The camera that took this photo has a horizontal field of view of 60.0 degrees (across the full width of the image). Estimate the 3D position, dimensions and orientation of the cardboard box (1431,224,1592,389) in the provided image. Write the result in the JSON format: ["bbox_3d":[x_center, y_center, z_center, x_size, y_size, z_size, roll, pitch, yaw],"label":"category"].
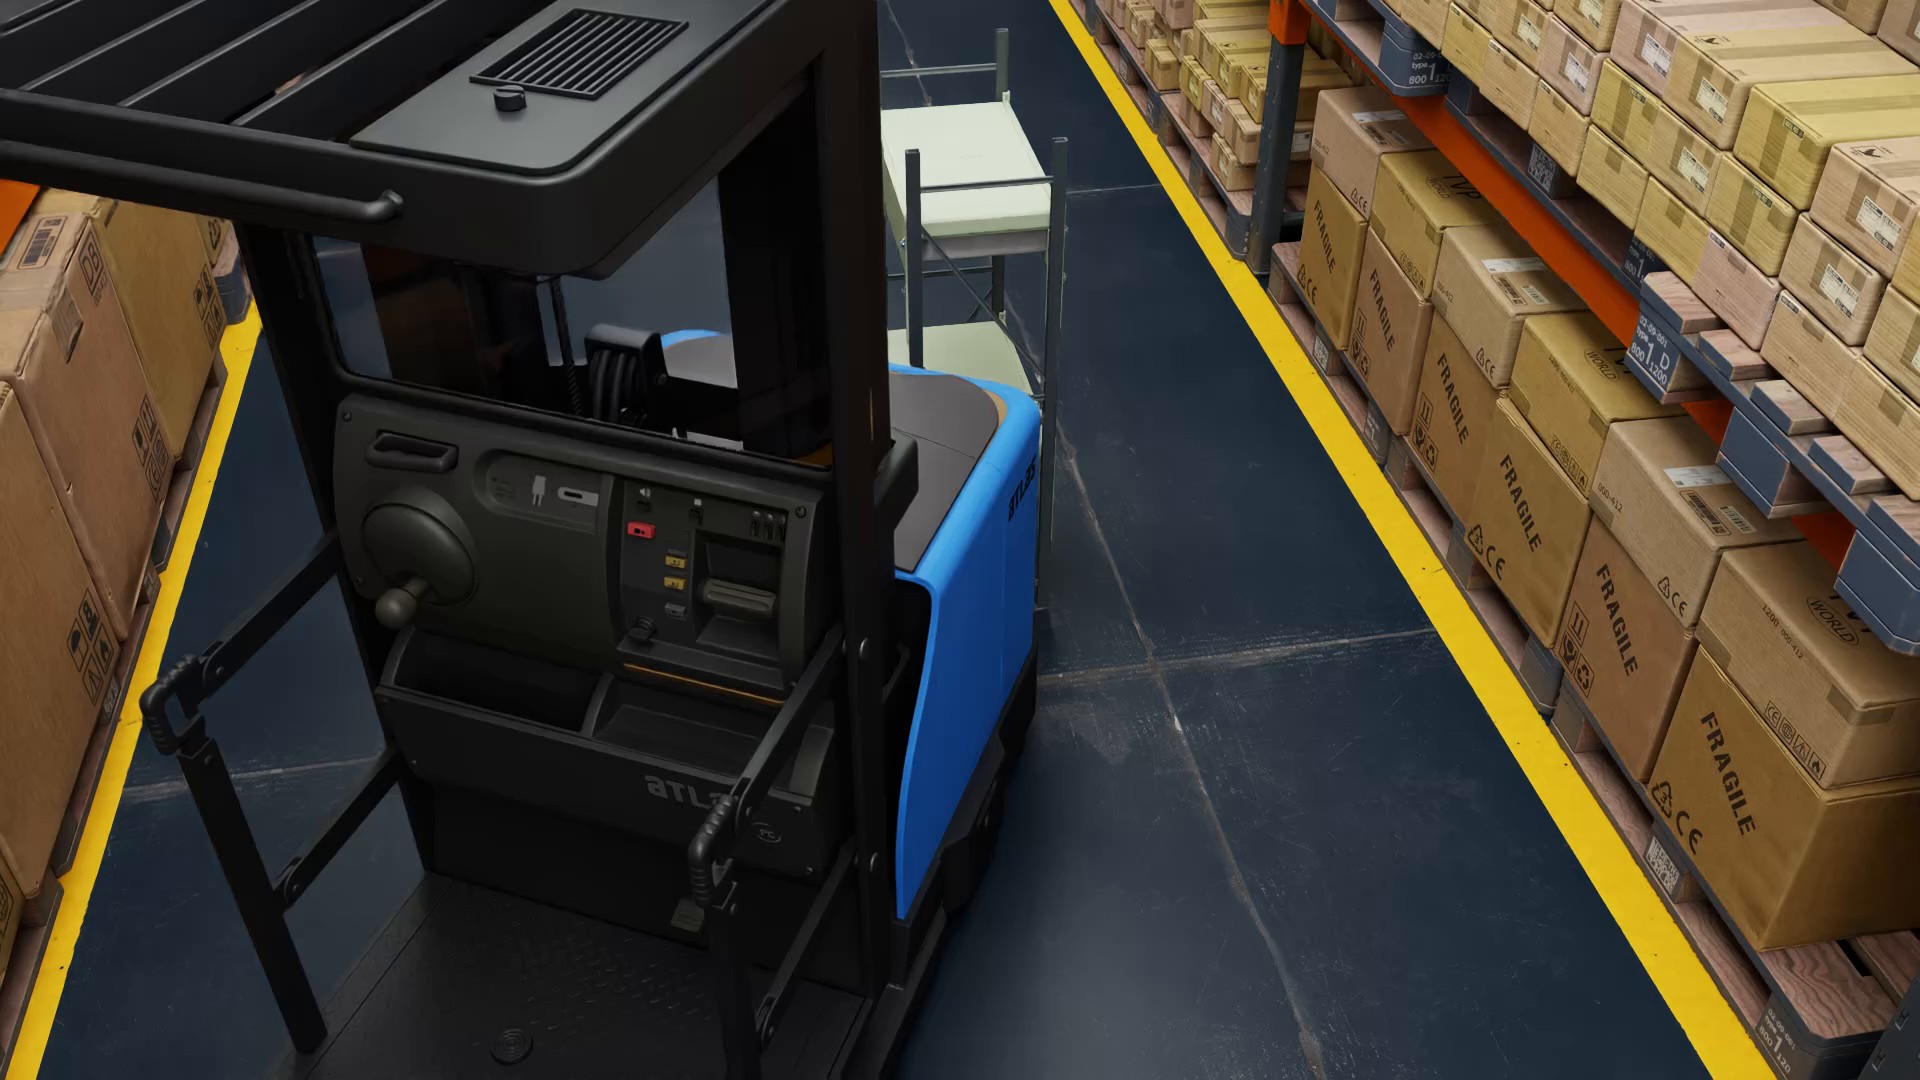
[{"bbox_3d":[1.698,-0.687,4.773,0.500,0.250,0.500,-5,38,-6],"label":"cardboard box"}]

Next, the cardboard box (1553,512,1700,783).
[{"bbox_3d":[1.889,0.237,4.195,0.500,0.500,0.500,-5,38,-6],"label":"cardboard box"}]

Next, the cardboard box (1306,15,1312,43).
[{"bbox_3d":[1.640,-2.297,7.258,0.380,0.149,0.250,-7,38,-9],"label":"cardboard box"}]

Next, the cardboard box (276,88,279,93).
[{"bbox_3d":[-3.448,-2.122,6.926,0.875,0.875,0.875,-6,38,-8],"label":"cardboard box"}]

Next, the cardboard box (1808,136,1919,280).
[{"bbox_3d":[1.770,-0.601,2.956,0.380,0.149,0.250,-7,38,-9],"label":"cardboard box"}]

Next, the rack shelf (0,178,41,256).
[{"bbox_3d":[-2.902,-0.352,3.845,1.077,0.370,4.000,-6,38,-8],"label":"rack shelf"}]

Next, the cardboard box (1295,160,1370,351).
[{"bbox_3d":[1.516,-1.020,5.814,0.500,0.500,0.500,-5,38,-6],"label":"cardboard box"}]

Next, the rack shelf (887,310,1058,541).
[{"bbox_3d":[0.001,-0.331,4.985,0.431,0.370,0.720,-6,38,-8],"label":"rack shelf"}]

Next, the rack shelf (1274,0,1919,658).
[{"bbox_3d":[1.998,-0.825,4.453,1.077,0.370,4.000,-6,38,-8],"label":"rack shelf"}]

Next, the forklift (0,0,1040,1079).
[{"bbox_3d":[-0.755,0.087,2.749,1.130,2.935,3.031,12,39,15],"label":"forklift"}]

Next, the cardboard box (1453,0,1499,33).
[{"bbox_3d":[1.499,-1.421,4.255,0.380,0.149,0.250,-7,38,-9],"label":"cardboard box"}]

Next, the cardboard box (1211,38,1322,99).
[{"bbox_3d":[1.245,-1.929,6.784,0.380,0.149,0.250,-6,38,-7],"label":"cardboard box"}]

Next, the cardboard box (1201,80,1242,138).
[{"bbox_3d":[1.220,-1.792,6.851,0.380,0.149,0.250,-8,39,-10],"label":"cardboard box"}]

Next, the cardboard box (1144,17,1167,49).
[{"bbox_3d":[1.082,-2.347,7.807,0.380,0.149,0.250,-6,38,-7],"label":"cardboard box"}]

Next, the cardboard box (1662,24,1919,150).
[{"bbox_3d":[1.674,-0.920,3.367,0.380,0.149,0.250,-5,38,-7],"label":"cardboard box"}]

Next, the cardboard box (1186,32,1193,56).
[{"bbox_3d":[1.208,-2.114,7.265,0.380,0.149,0.250,-6,38,-8],"label":"cardboard box"}]

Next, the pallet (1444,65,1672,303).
[{"bbox_3d":[1.962,-1.016,4.269,1.003,0.211,1.213,-6,38,-8],"label":"pallet"}]

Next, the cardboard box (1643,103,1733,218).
[{"bbox_3d":[1.674,-0.805,3.461,0.380,0.149,0.250,-6,38,-8],"label":"cardboard box"}]

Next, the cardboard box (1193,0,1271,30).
[{"bbox_3d":[1.226,-2.243,7.189,0.380,0.149,0.250,-5,38,-6],"label":"cardboard box"}]

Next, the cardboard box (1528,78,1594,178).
[{"bbox_3d":[1.590,-0.991,3.943,0.380,0.149,0.250,-5,38,-7],"label":"cardboard box"}]

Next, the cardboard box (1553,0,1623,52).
[{"bbox_3d":[1.587,-1.230,3.766,0.380,0.149,0.250,-4,38,-6],"label":"cardboard box"}]

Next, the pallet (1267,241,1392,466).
[{"bbox_3d":[1.786,-0.745,6.037,1.003,0.211,1.213,-6,38,-8],"label":"pallet"}]

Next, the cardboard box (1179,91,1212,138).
[{"bbox_3d":[1.170,-1.875,7.201,0.380,0.149,0.250,-7,38,-9],"label":"cardboard box"}]

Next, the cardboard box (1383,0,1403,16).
[{"bbox_3d":[1.401,-1.626,4.760,0.380,0.149,0.250,-6,38,-7],"label":"cardboard box"}]

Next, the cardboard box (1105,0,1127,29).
[{"bbox_3d":[0.933,-2.653,8.202,0.380,0.149,0.250,-8,39,-10],"label":"cardboard box"}]

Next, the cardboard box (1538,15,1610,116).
[{"bbox_3d":[1.586,-1.113,3.858,0.380,0.149,0.250,-5,38,-7],"label":"cardboard box"}]

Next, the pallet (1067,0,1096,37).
[{"bbox_3d":[1.067,-3.091,9.057,1.003,0.211,1.213,-6,38,-8],"label":"pallet"}]

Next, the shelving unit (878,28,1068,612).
[{"bbox_3d":[0.001,-0.588,4.785,0.431,1.500,0.755,-6,38,-8],"label":"shelving unit"}]

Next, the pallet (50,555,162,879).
[{"bbox_3d":[-2.826,0.453,4.494,1.003,0.211,1.213,-6,38,-8],"label":"pallet"}]

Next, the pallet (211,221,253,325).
[{"bbox_3d":[-3.309,-1.211,6.636,1.003,0.211,1.213,-6,38,-8],"label":"pallet"}]

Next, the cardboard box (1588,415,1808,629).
[{"bbox_3d":[1.872,-0.064,3.972,0.500,0.250,0.500,-6,38,-7],"label":"cardboard box"}]

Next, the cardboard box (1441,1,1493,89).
[{"bbox_3d":[1.498,-1.308,4.351,0.380,0.149,0.250,-7,38,-9],"label":"cardboard box"}]

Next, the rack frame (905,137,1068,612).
[{"bbox_3d":[0.065,-0.367,4.500,0.400,1.500,0.023,-6,38,-8],"label":"rack frame"}]

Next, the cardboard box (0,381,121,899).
[{"bbox_3d":[-2.801,0.287,3.825,1.225,0.875,0.875,-6,38,-8],"label":"cardboard box"}]

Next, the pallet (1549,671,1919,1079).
[{"bbox_3d":[2.213,0.728,4.140,1.003,0.211,1.213,-6,38,-8],"label":"pallet"}]

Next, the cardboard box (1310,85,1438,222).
[{"bbox_3d":[1.517,-1.317,5.584,0.500,0.250,0.500,-8,39,-10],"label":"cardboard box"}]

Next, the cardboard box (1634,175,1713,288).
[{"bbox_3d":[1.683,-0.672,3.533,0.380,0.149,0.250,-7,38,-9],"label":"cardboard box"}]

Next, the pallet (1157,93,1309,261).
[{"bbox_3d":[1.495,-1.617,7.160,1.003,0.211,1.213,-6,38,-8],"label":"pallet"}]

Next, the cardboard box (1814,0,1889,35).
[{"bbox_3d":[2.227,-1.296,3.851,0.380,0.149,0.250,-5,38,-7],"label":"cardboard box"}]

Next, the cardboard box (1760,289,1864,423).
[{"bbox_3d":[1.768,-0.366,3.138,0.380,0.149,0.250,-6,38,-8],"label":"cardboard box"}]

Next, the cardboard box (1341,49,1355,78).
[{"bbox_3d":[1.801,-1.995,6.869,0.380,0.149,0.250,-4,38,-6],"label":"cardboard box"}]

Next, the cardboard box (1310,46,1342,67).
[{"bbox_3d":[1.688,-2.014,7.136,0.380,0.149,0.250,-6,38,-8],"label":"cardboard box"}]

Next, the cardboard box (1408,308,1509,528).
[{"bbox_3d":[1.716,-0.386,4.997,0.500,0.500,0.500,-6,38,-7],"label":"cardboard box"}]

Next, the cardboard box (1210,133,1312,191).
[{"bbox_3d":[1.244,-1.557,6.790,0.380,0.149,0.250,-6,38,-7],"label":"cardboard box"}]

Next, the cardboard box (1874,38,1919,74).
[{"bbox_3d":[2.275,-1.026,3.745,0.380,0.149,0.250,-6,38,-8],"label":"cardboard box"}]

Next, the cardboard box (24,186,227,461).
[{"bbox_3d":[-3.121,-0.787,5.207,1.225,0.875,0.875,-6,38,-8],"label":"cardboard box"}]

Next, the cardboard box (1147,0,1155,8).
[{"bbox_3d":[1.028,-2.558,7.595,0.380,0.149,0.250,-8,38,-10],"label":"cardboard box"}]

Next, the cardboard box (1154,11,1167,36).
[{"bbox_3d":[1.117,-2.430,7.672,0.380,0.149,0.250,-8,39,-10],"label":"cardboard box"}]

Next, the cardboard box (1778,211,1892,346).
[{"bbox_3d":[1.766,-0.495,3.062,0.380,0.149,0.250,-5,38,-6],"label":"cardboard box"}]
